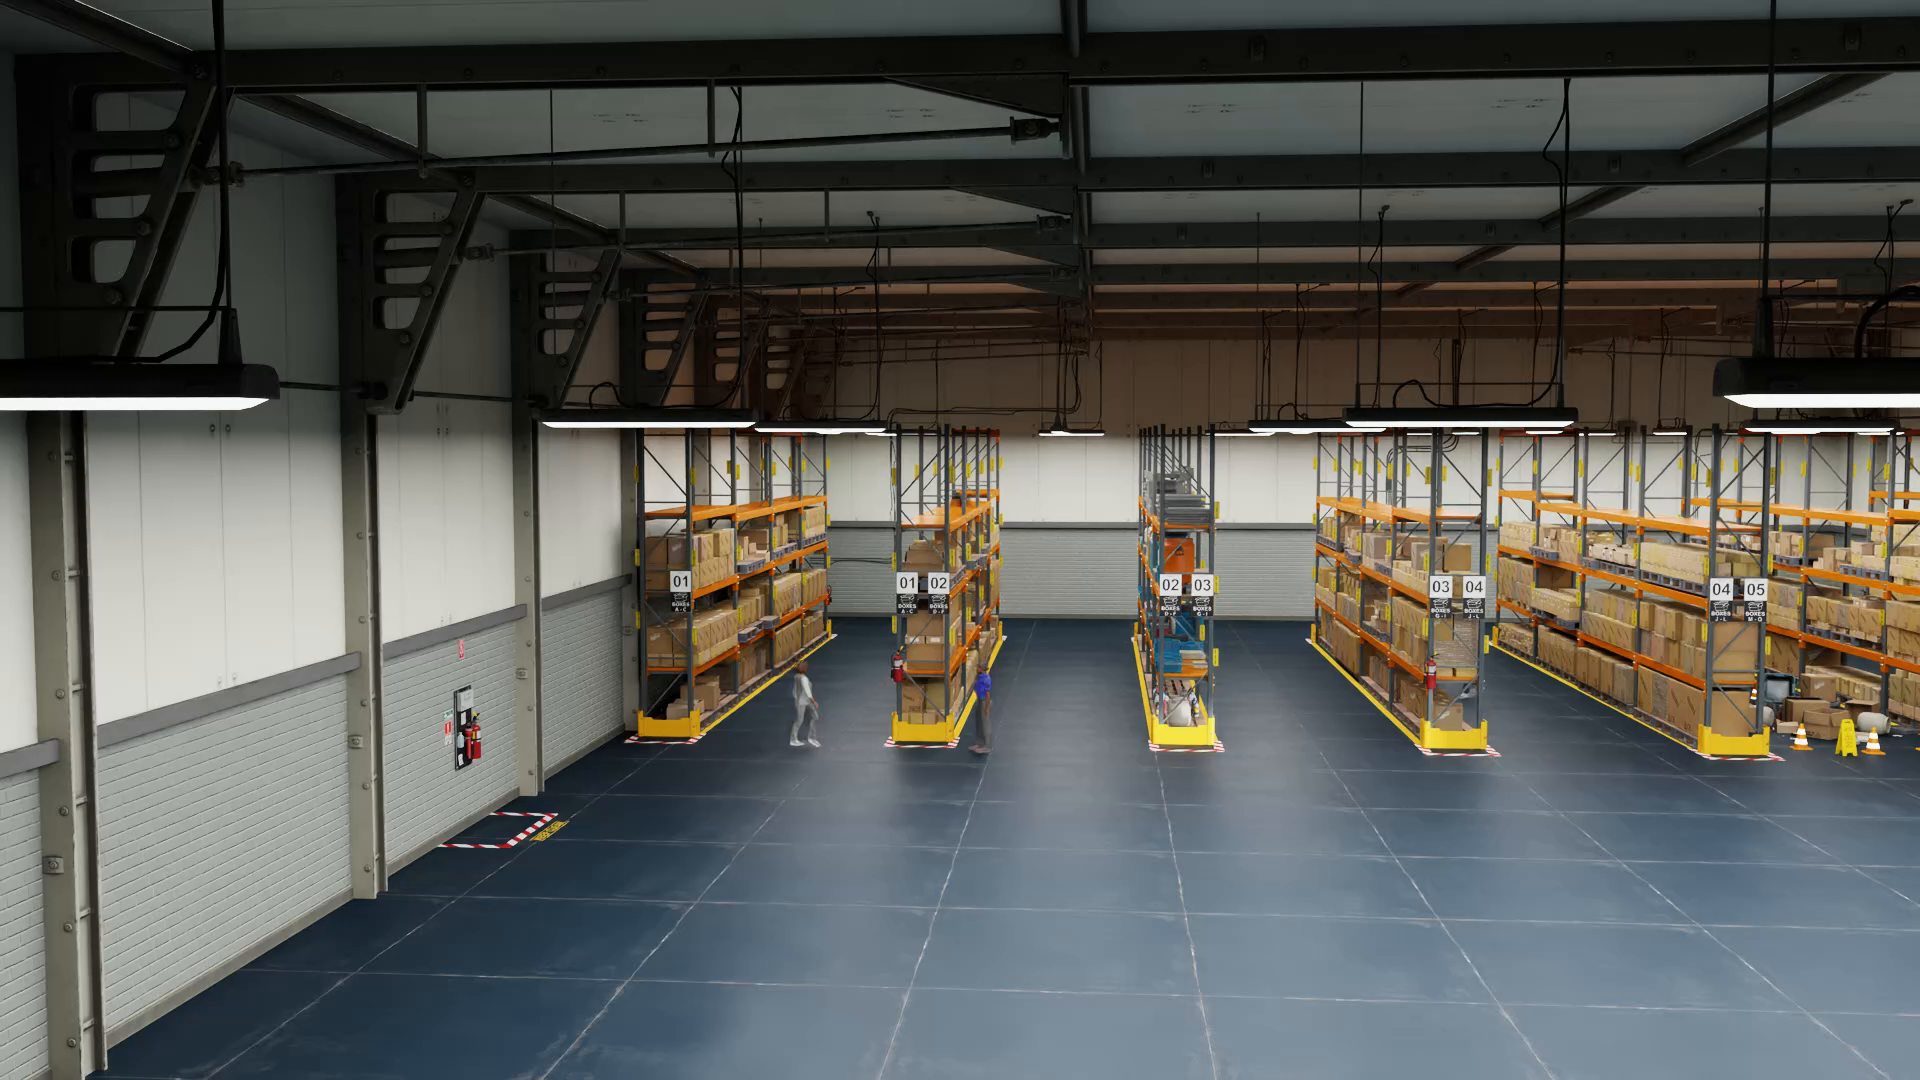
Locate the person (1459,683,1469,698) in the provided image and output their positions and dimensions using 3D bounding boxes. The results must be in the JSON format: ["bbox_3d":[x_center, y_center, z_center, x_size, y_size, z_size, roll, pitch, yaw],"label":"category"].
[{"bbox_3d":[11.144,2.683,36.849,0.553,1.595,0.423,-2,4,-28],"label":"person"}]

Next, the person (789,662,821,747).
[{"bbox_3d":[-2.894,3.059,30.764,0.592,1.600,0.401,1,4,12],"label":"person"}]

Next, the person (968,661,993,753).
[{"bbox_3d":[0.381,3.036,30.369,0.405,1.663,0.490,-1,4,-19],"label":"person"}]
